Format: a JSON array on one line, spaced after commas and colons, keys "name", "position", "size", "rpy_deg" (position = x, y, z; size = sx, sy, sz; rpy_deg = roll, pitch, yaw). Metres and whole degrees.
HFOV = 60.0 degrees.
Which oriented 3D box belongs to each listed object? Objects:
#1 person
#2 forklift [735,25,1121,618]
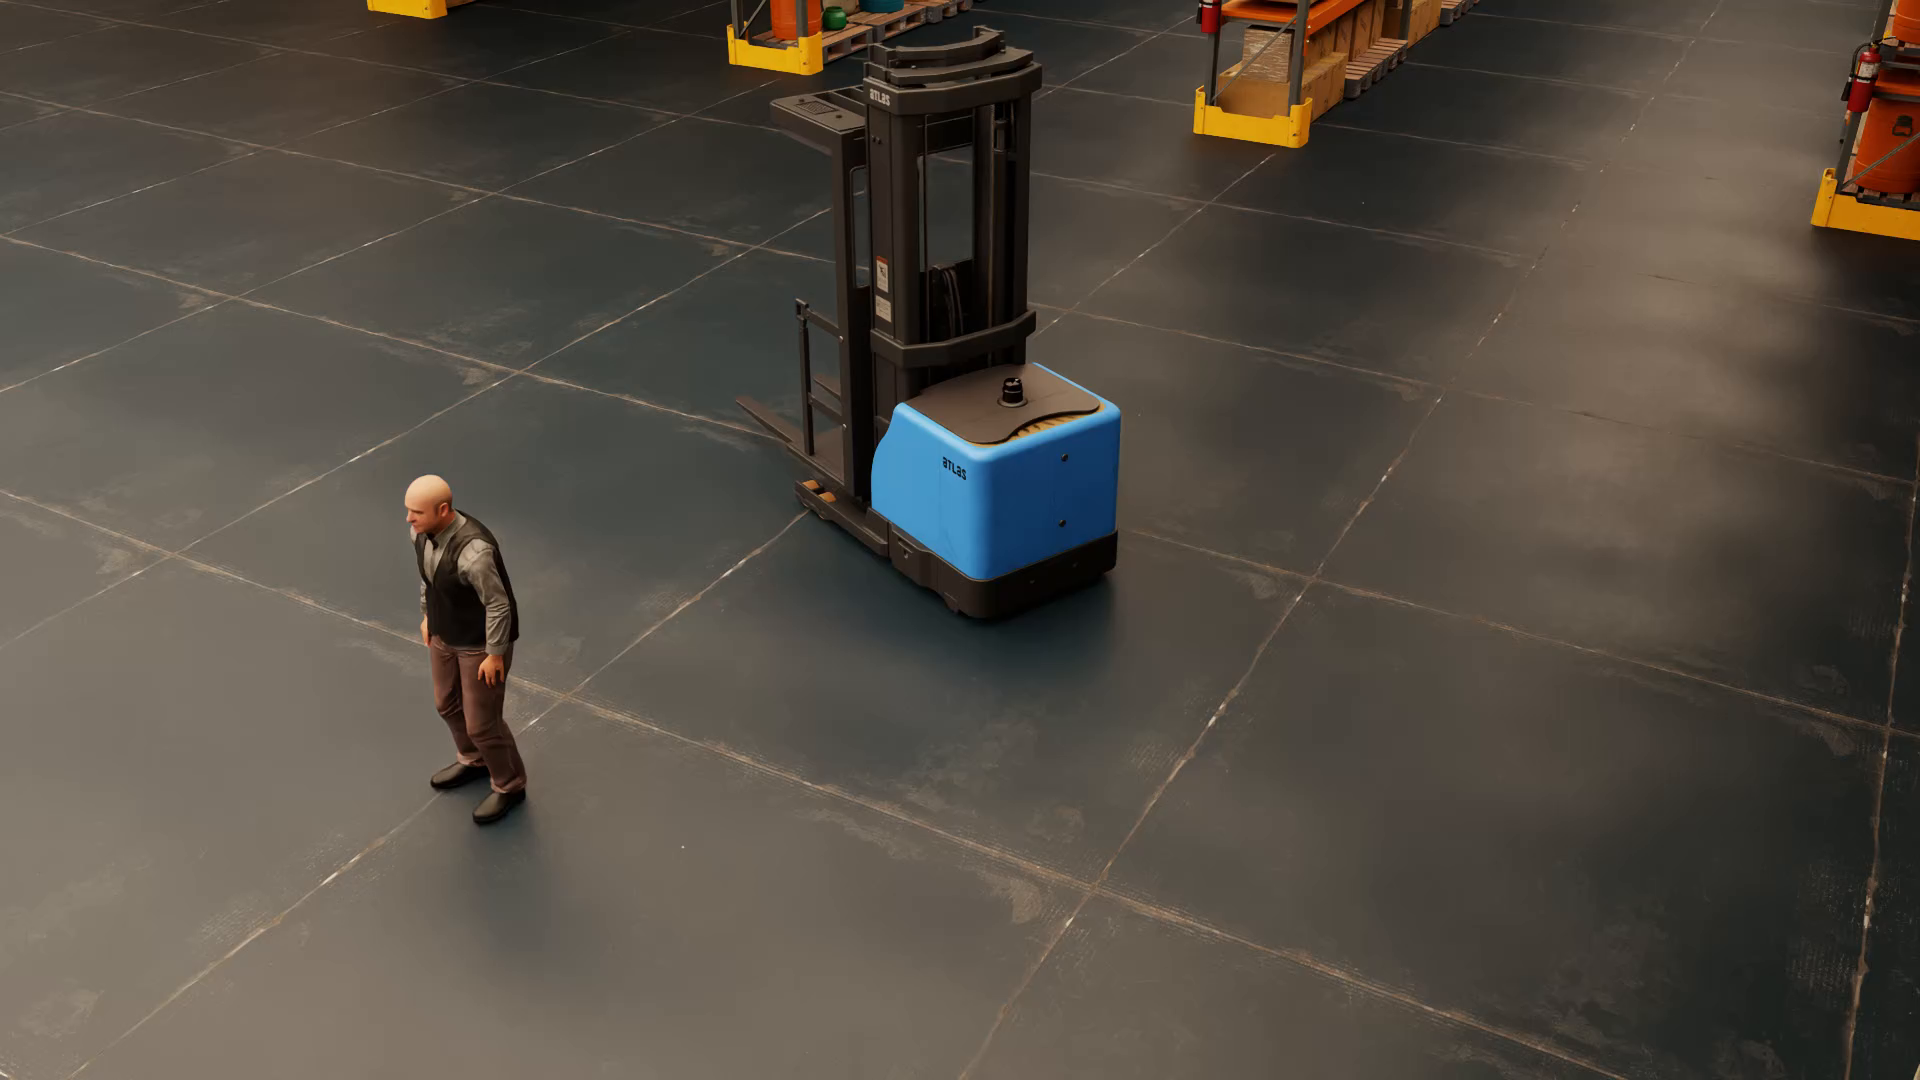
[{"name": "person", "position": [-2.217, 0.448, 7.508], "size": [0.580, 1.719, 0.425], "rpy_deg": [25, 38, 36]}, {"name": "forklift", "position": [-0.366, -1.523, 9.709], "size": [1.130, 2.935, 3.031], "rpy_deg": [-20, 35, -30]}]
